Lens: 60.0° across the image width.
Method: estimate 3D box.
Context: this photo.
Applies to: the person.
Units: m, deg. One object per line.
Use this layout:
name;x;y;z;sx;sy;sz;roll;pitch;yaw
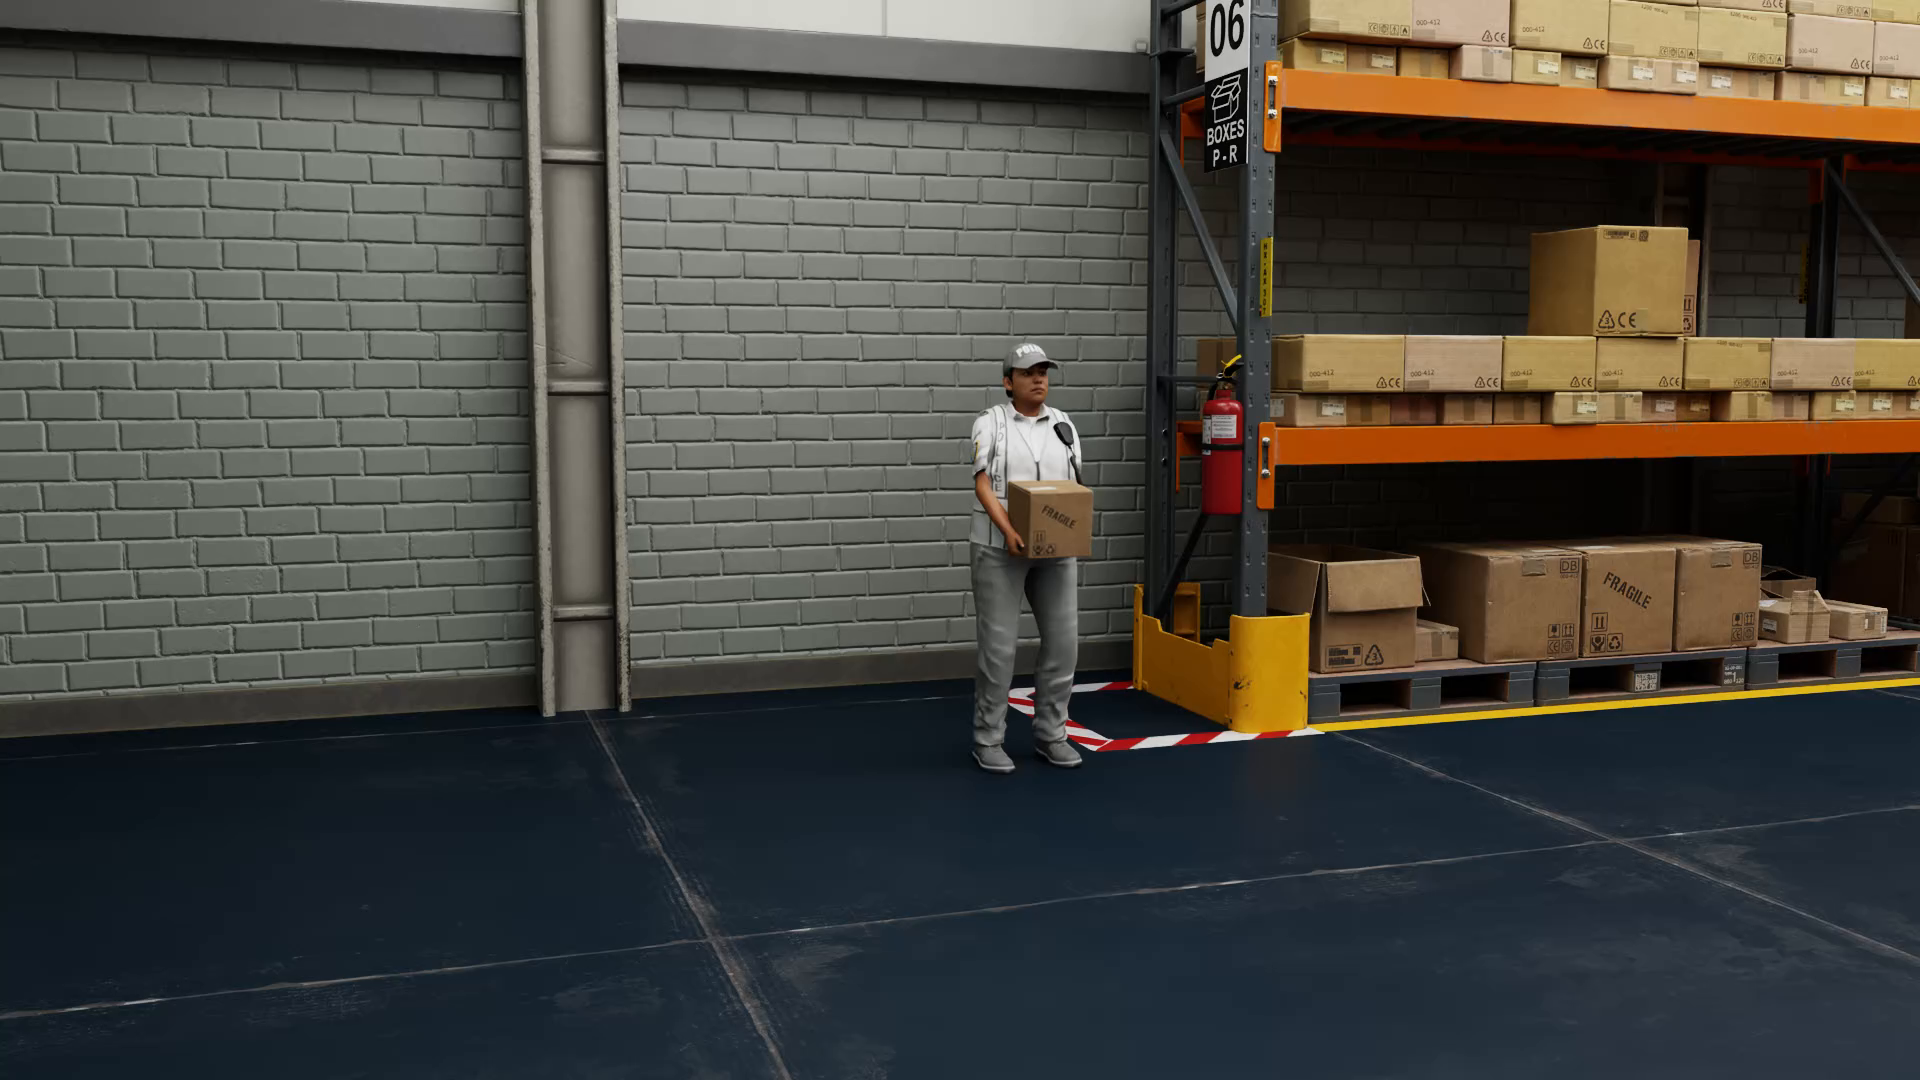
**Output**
person;0.284;0.066;6.465;0.453;1.653;0.541;-2;6;-18
